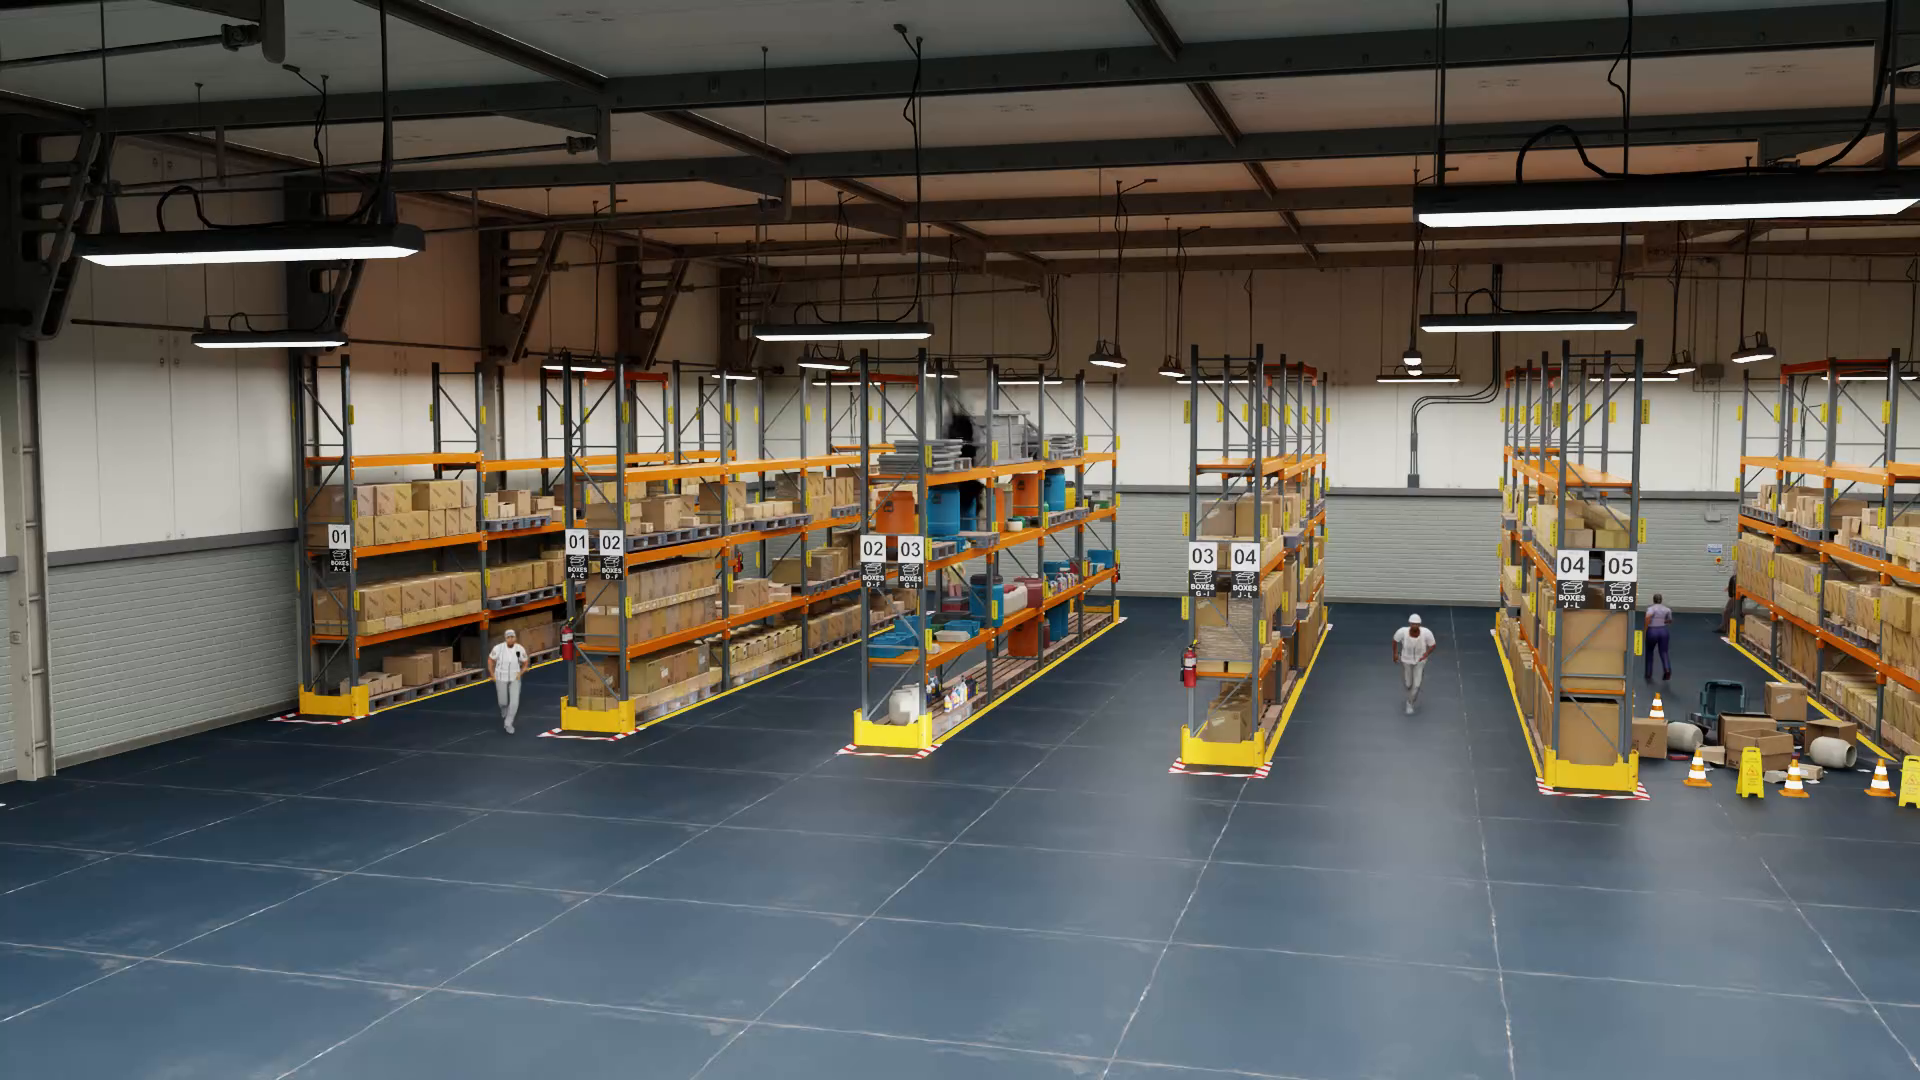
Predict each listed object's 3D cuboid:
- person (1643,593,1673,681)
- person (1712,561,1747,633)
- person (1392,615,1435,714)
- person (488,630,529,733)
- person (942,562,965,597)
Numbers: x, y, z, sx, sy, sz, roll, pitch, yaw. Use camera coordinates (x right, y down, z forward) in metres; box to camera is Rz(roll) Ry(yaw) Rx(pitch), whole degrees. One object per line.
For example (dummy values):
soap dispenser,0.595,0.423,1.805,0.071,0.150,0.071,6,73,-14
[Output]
person,13.085,1.820,31.189,0.598,1.652,0.933,0,4,4
person,17.621,1.314,37.774,0.956,1.693,0.723,2,5,25
person,7.644,2.077,28.032,0.694,1.688,0.782,1,4,10
person,-7.159,2.226,26.390,0.629,1.634,0.587,-2,5,-19
person,-0.165,1.107,41.183,0.610,1.624,0.534,0,4,-2
